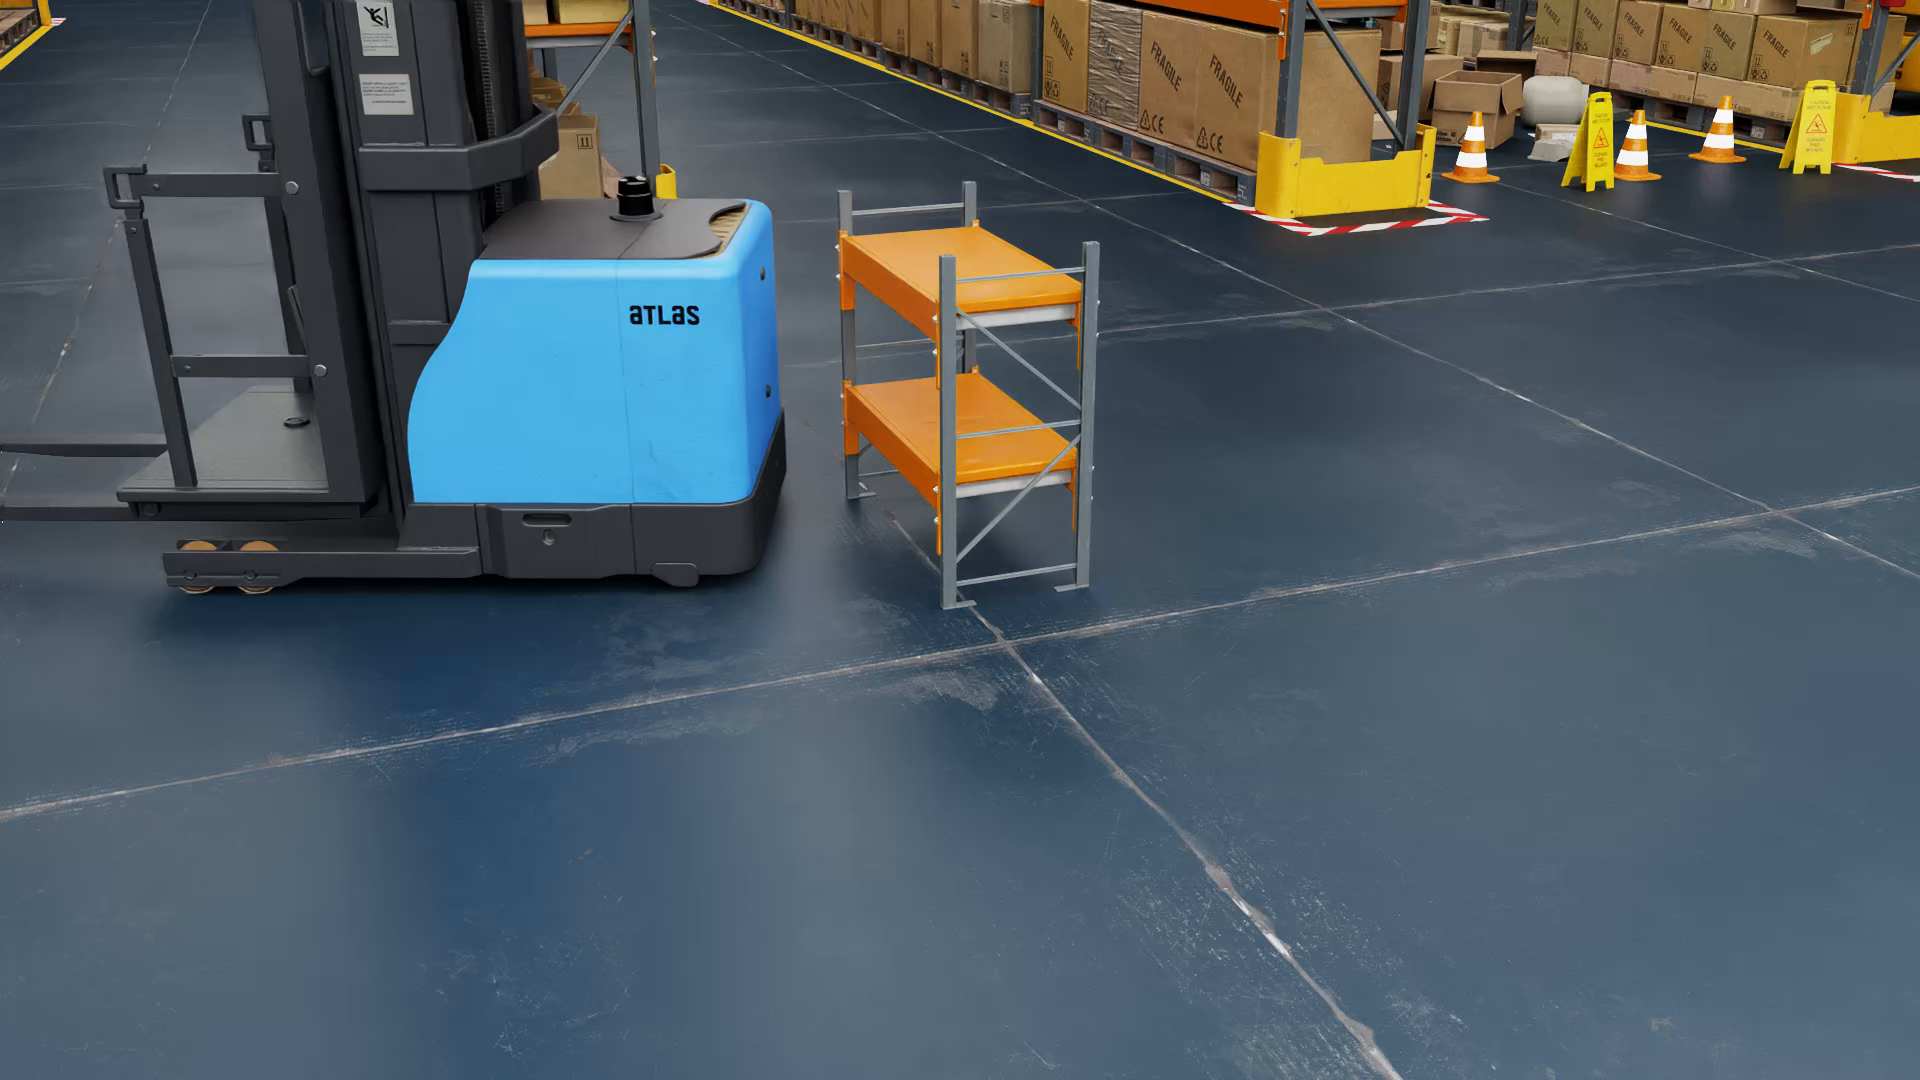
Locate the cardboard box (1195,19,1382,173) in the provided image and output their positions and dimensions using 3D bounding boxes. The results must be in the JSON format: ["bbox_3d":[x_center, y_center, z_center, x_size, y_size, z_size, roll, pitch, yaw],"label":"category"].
[{"bbox_3d":[2.204,-3.031,11.275,0.875,0.875,0.875,-8,24,-19],"label":"cardboard box"}]

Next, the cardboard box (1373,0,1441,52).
[{"bbox_3d":[4.033,-4.691,15.260,0.500,0.500,0.500,-8,24,-19],"label":"cardboard box"}]

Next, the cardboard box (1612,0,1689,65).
[{"bbox_3d":[6.025,-4.388,14.332,0.500,0.500,0.500,-7,24,-16],"label":"cardboard box"}]

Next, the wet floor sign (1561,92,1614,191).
[{"bbox_3d":[4.368,-2.756,11.457,0.267,0.644,0.232,-13,26,-28],"label":"wet floor sign"}]

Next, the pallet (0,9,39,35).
[{"bbox_3d":[-12.201,-6.480,20.852,1.003,0.211,1.213,-8,24,-19],"label":"pallet"}]

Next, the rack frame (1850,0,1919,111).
[{"bbox_3d":[7.101,-4.295,12.079,1.000,3.000,0.127,-8,24,-19],"label":"rack frame"}]

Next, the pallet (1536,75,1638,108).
[{"bbox_3d":[5.958,-4.225,15.501,1.003,0.211,1.213,-8,24,-19],"label":"pallet"}]

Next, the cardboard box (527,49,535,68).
[{"bbox_3d":[-3.780,-3.666,13.238,0.700,0.500,0.500,-10,25,-23],"label":"cardboard box"}]

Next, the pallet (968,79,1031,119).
[{"bbox_3d":[0.750,-4.018,15.011,1.003,0.211,1.213,-8,24,-19],"label":"pallet"}]

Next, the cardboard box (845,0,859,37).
[{"bbox_3d":[-0.977,-5.920,18.612,0.500,0.500,0.500,-7,24,-17],"label":"cardboard box"}]

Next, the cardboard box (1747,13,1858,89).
[{"bbox_3d":[6.574,-3.823,12.992,0.500,0.500,0.500,-8,24,-19],"label":"cardboard box"}]

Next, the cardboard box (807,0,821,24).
[{"bbox_3d":[-1.532,-6.484,19.950,0.500,0.500,0.500,-7,24,-17],"label":"cardboard box"}]

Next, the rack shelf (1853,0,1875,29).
[{"bbox_3d":[6.394,-4.690,13.943,1.077,0.370,4.000,-8,24,-19],"label":"rack shelf"}]

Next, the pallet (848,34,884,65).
[{"bbox_3d":[-0.595,-5.485,18.493,1.003,0.211,1.213,-8,24,-19],"label":"pallet"}]

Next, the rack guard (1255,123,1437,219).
[{"bbox_3d":[2.514,-2.419,10.845,1.175,0.500,0.348,-8,24,-19],"label":"rack guard"}]

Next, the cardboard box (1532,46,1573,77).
[{"bbox_3d":[5.644,-4.424,15.383,0.500,0.250,0.500,-10,25,-21],"label":"cardboard box"}]

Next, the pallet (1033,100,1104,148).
[{"bbox_3d":[1.288,-3.461,13.689,1.003,0.211,1.213,-8,24,-19],"label":"pallet"}]

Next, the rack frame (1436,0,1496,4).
[{"bbox_3d":[7.504,-9.338,24.043,1.000,3.000,0.127,-8,24,-19],"label":"rack frame"}]

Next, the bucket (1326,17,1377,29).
[{"bbox_3d":[3.298,-4.492,14.803,0.726,0.611,0.620,0,13,-1],"label":"bucket"}]

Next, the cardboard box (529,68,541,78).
[{"bbox_3d":[-3.270,-3.073,11.856,0.500,0.500,0.500,-1,23,-2],"label":"cardboard box"}]

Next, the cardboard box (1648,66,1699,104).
[{"bbox_3d":[6.198,-3.857,14.039,0.500,0.250,0.500,-9,25,-21],"label":"cardboard box"}]

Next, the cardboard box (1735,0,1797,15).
[{"bbox_3d":[6.381,-4.246,13.160,0.380,0.149,0.250,-8,24,-17],"label":"cardboard box"}]

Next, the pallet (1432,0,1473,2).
[{"bbox_3d":[7.262,-8.302,25.177,1.003,0.211,1.213,-8,24,-19],"label":"pallet"}]

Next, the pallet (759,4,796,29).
[{"bbox_3d":[-2.004,-6.894,21.834,1.003,0.211,1.213,-8,24,-19],"label":"pallet"}]

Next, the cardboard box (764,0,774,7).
[{"bbox_3d":[-2.358,-7.108,21.883,0.380,0.149,0.250,-9,25,-21],"label":"cardboard box"}]

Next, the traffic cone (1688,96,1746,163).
[{"bbox_3d":[5.742,-3.106,12.522,0.336,0.463,0.334,-8,24,-19],"label":"traffic cone"}]

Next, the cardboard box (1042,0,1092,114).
[{"bbox_3d":[1.249,-4.009,13.595,0.875,0.875,0.875,-8,24,-18],"label":"cardboard box"}]

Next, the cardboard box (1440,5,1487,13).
[{"bbox_3d":[4.996,-5.435,17.625,0.950,0.372,0.625,-8,24,-17],"label":"cardboard box"}]

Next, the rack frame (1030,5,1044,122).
[{"bbox_3d":[1.093,-5.033,13.829,1.000,3.000,0.127,-8,24,-19],"label":"rack frame"}]

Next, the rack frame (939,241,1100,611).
[{"bbox_3d":[0.177,-0.336,5.099,0.500,1.125,0.032,-8,24,-19],"label":"rack frame"}]

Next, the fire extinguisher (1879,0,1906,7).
[{"bbox_3d":[6.710,-4.155,11.845,0.296,0.674,0.183,-8,24,-19],"label":"fire extinguisher"}]

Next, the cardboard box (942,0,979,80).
[{"bbox_3d":[0.452,-4.754,15.523,1.050,0.750,0.750,-8,24,-19],"label":"cardboard box"}]

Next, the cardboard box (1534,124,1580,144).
[{"bbox_3d":[4.748,-3.180,13.104,0.380,0.149,0.250,4,23,9],"label":"cardboard box"}]

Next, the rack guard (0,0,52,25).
[{"bbox_3d":[-12.477,-6.925,21.536,1.175,0.500,0.348,-8,24,-19],"label":"rack guard"}]

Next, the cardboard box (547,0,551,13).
[{"bbox_3d":[-2.193,-3.142,9.667,0.380,0.149,0.250,-8,24,-19],"label":"cardboard box"}]

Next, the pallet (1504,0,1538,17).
[{"bbox_3d":[8.261,-7.319,22.842,1.003,0.211,1.213,-8,24,-19],"label":"pallet"}]

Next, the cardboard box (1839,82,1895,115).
[{"bbox_3d":[7.075,-3.553,13.317,0.500,0.250,0.500,-9,24,-19],"label":"cardboard box"}]

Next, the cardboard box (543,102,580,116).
[{"bbox_3d":[-2.618,-2.419,10.305,0.500,0.500,0.500,-2,23,-5],"label":"cardboard box"}]

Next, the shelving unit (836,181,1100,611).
[{"bbox_3d":[-0.002,-0.521,5.537,0.538,1.125,1.048,-8,24,-19],"label":"shelving unit"}]

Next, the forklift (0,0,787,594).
[{"bbox_3d":[-2.163,-1.382,5.255,3.031,2.935,1.130,0,23,1],"label":"forklift"}]
